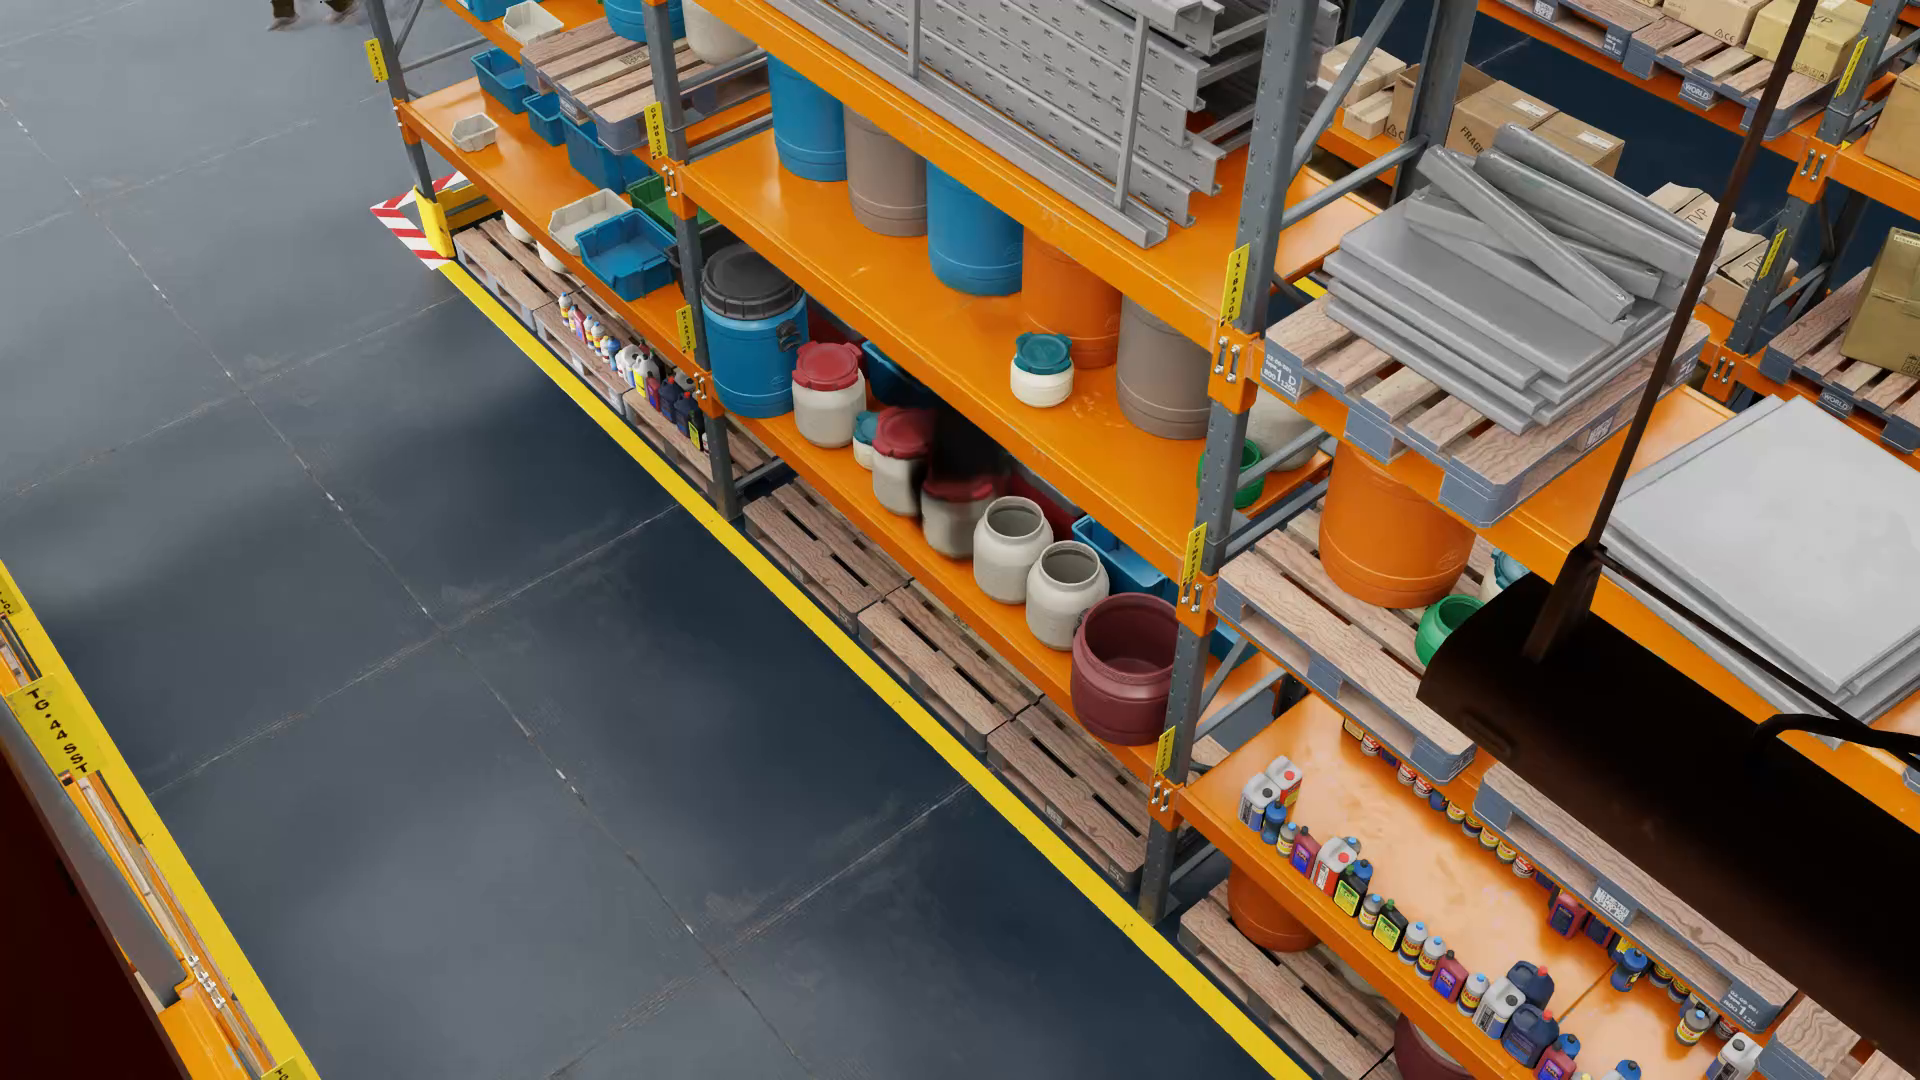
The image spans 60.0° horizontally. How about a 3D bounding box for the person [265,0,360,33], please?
[{"bbox_3d":[-6.013,-5.358,14.848,0.923,1.836,0.674,-8,47,-8],"label":"person"}]
